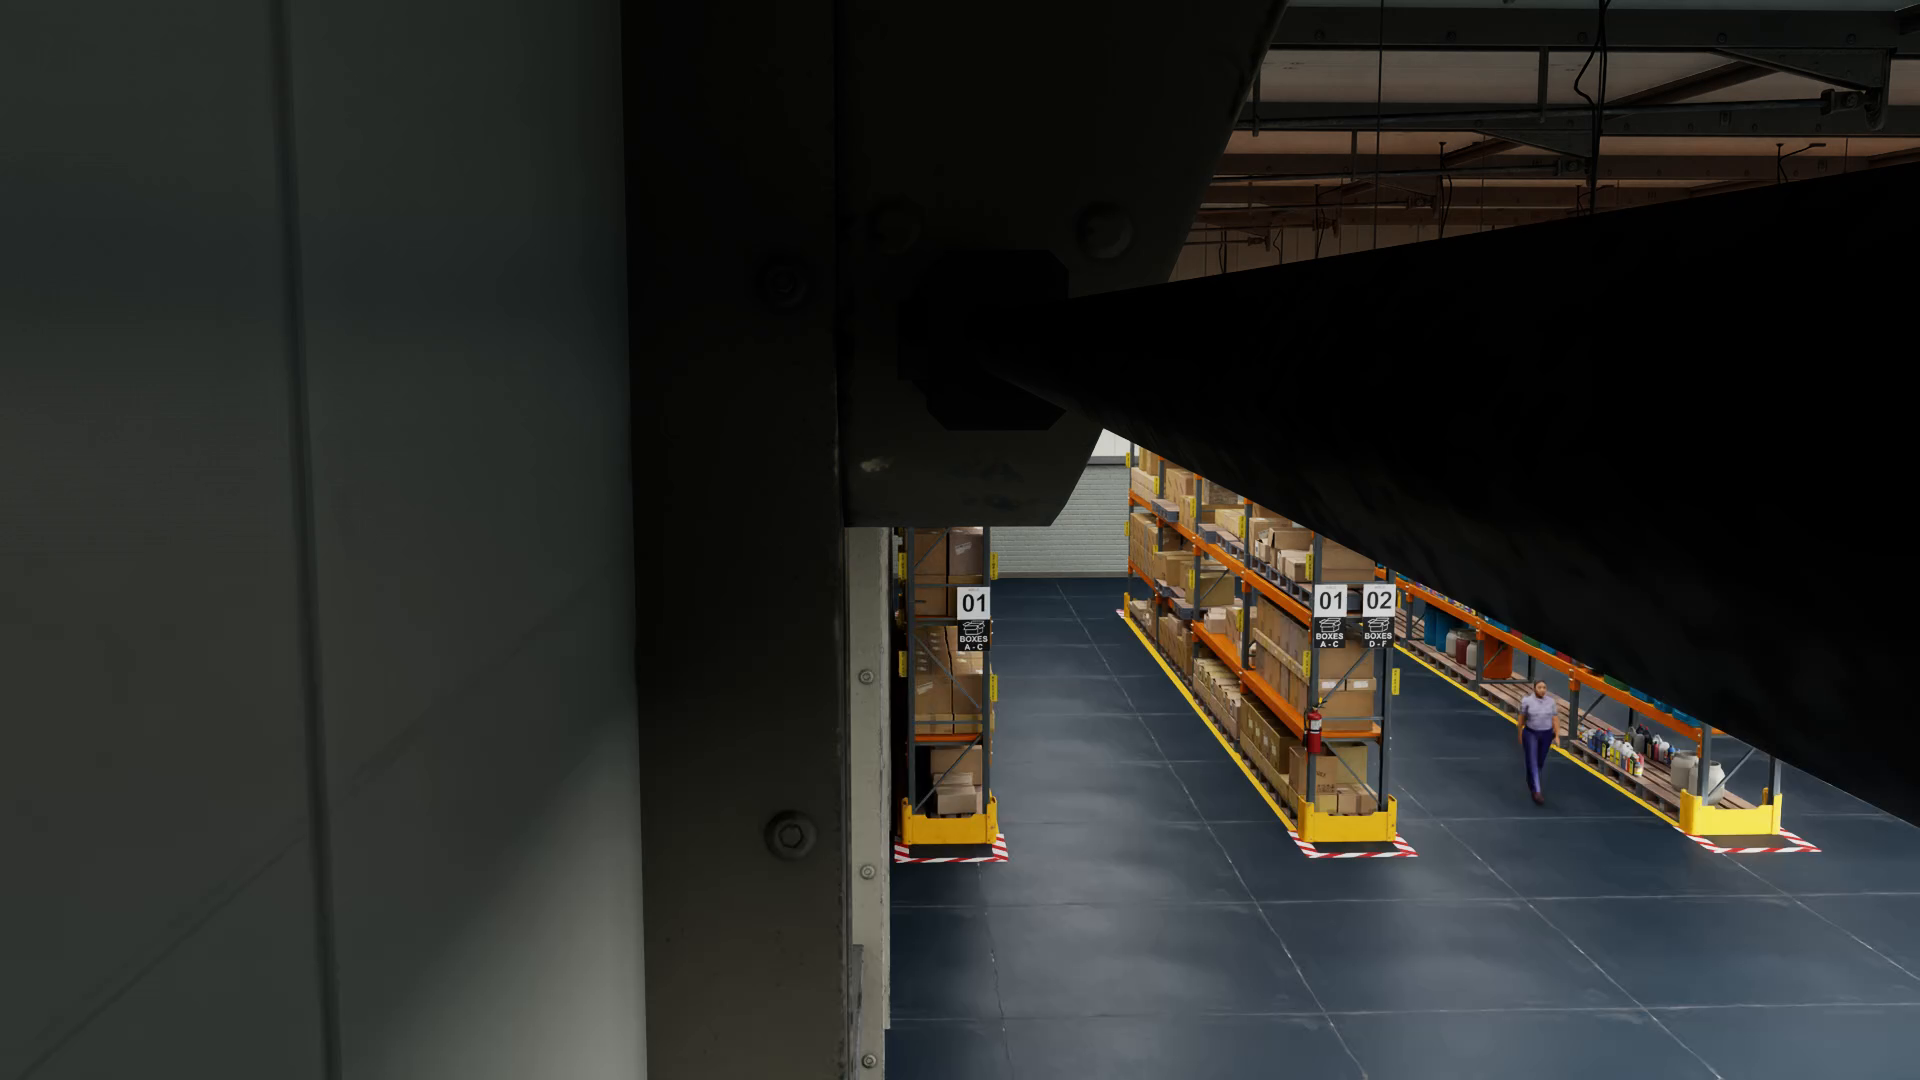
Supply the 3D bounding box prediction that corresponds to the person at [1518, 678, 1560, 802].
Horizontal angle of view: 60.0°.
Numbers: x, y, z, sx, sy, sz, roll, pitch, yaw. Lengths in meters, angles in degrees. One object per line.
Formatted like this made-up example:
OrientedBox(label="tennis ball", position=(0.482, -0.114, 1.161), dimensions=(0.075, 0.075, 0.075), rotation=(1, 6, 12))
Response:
OrientedBox(label="person", position=(7.813, 2.661, 22.370), dimensions=(0.486, 1.599, 0.948), rotation=(0, 7, -1))
